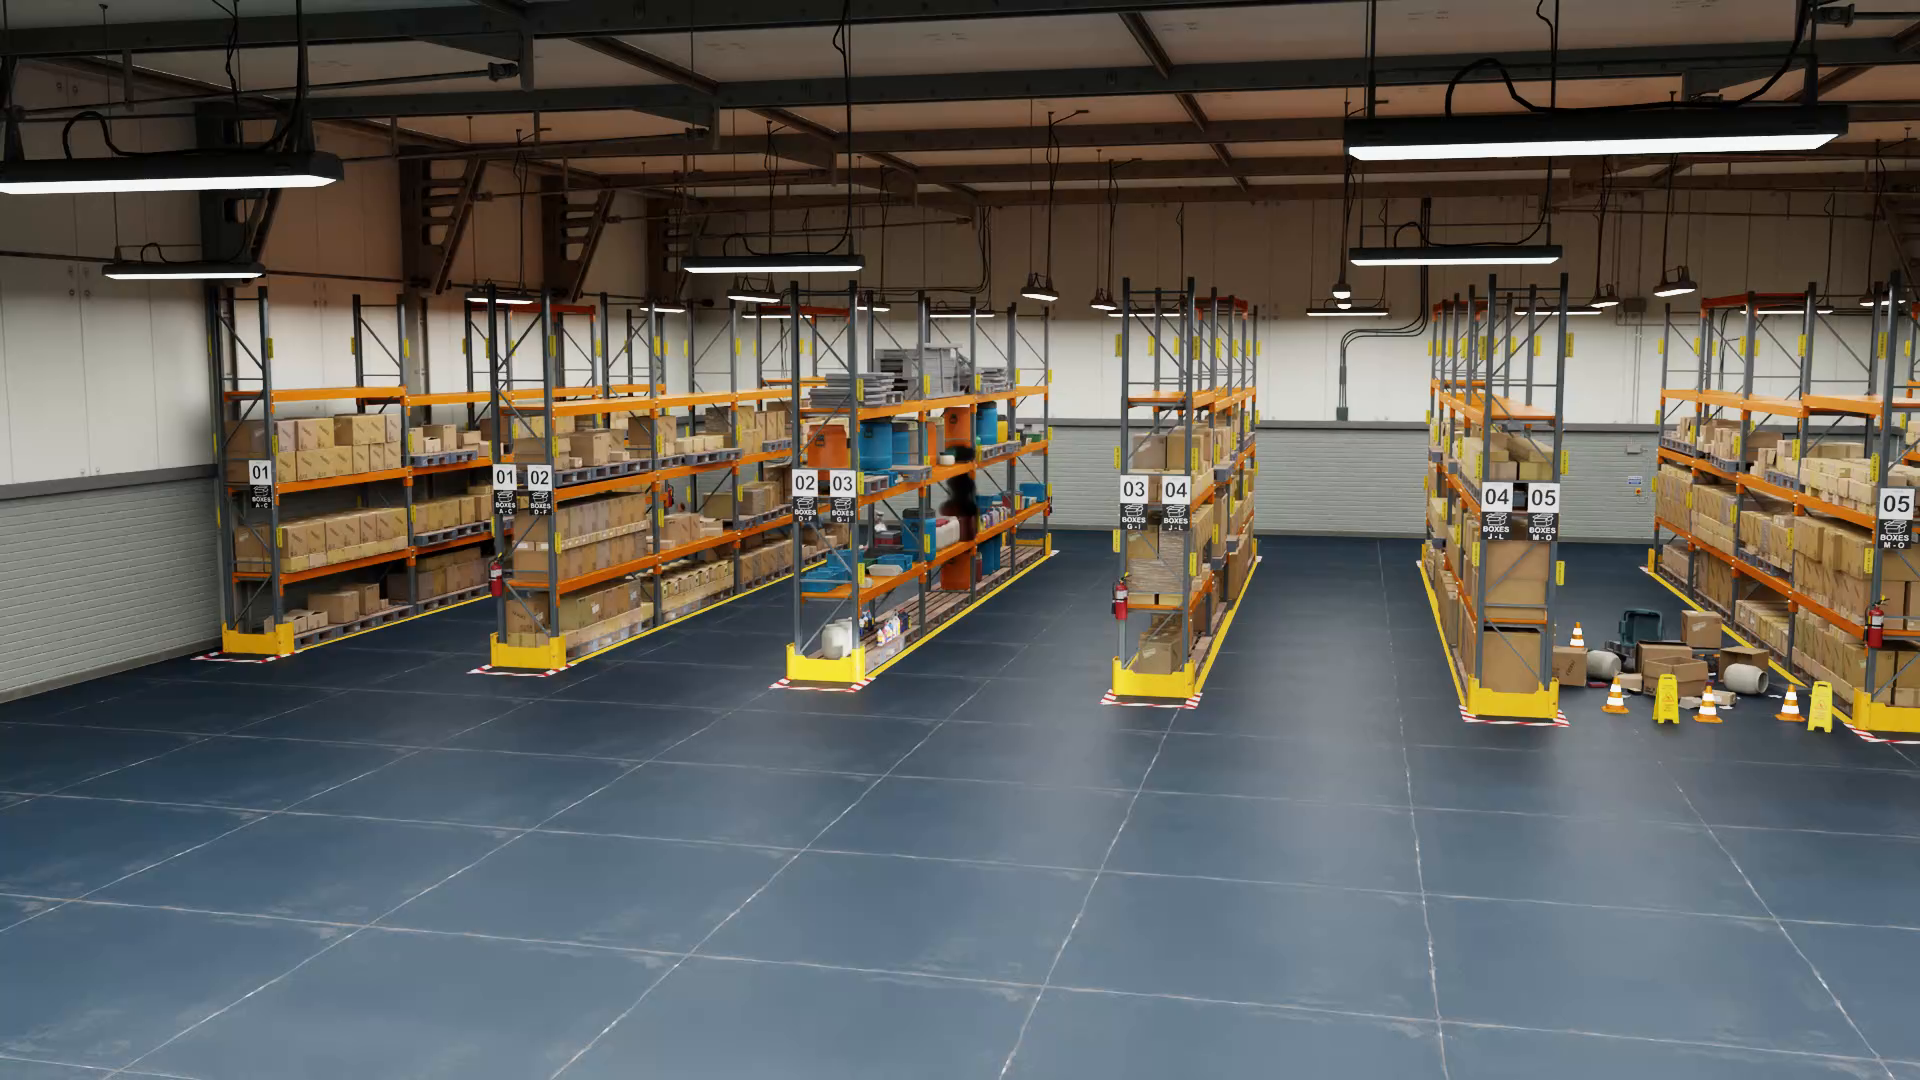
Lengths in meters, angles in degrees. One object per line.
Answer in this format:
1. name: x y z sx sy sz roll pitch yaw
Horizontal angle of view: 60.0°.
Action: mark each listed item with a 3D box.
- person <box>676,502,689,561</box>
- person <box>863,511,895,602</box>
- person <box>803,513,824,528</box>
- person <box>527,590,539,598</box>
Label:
1. person: -6.158 -0.045 36.830 0.510 1.609 0.861 2 7 13
2. person: -1.508 0.278 31.317 0.715 1.694 0.842 -3 7 -24
3. person: -3.827 -0.848 43.579 0.930 1.724 0.694 4 8 31
4. person: -8.345 0.422 32.756 0.710 1.697 0.801 -5 8 -36
